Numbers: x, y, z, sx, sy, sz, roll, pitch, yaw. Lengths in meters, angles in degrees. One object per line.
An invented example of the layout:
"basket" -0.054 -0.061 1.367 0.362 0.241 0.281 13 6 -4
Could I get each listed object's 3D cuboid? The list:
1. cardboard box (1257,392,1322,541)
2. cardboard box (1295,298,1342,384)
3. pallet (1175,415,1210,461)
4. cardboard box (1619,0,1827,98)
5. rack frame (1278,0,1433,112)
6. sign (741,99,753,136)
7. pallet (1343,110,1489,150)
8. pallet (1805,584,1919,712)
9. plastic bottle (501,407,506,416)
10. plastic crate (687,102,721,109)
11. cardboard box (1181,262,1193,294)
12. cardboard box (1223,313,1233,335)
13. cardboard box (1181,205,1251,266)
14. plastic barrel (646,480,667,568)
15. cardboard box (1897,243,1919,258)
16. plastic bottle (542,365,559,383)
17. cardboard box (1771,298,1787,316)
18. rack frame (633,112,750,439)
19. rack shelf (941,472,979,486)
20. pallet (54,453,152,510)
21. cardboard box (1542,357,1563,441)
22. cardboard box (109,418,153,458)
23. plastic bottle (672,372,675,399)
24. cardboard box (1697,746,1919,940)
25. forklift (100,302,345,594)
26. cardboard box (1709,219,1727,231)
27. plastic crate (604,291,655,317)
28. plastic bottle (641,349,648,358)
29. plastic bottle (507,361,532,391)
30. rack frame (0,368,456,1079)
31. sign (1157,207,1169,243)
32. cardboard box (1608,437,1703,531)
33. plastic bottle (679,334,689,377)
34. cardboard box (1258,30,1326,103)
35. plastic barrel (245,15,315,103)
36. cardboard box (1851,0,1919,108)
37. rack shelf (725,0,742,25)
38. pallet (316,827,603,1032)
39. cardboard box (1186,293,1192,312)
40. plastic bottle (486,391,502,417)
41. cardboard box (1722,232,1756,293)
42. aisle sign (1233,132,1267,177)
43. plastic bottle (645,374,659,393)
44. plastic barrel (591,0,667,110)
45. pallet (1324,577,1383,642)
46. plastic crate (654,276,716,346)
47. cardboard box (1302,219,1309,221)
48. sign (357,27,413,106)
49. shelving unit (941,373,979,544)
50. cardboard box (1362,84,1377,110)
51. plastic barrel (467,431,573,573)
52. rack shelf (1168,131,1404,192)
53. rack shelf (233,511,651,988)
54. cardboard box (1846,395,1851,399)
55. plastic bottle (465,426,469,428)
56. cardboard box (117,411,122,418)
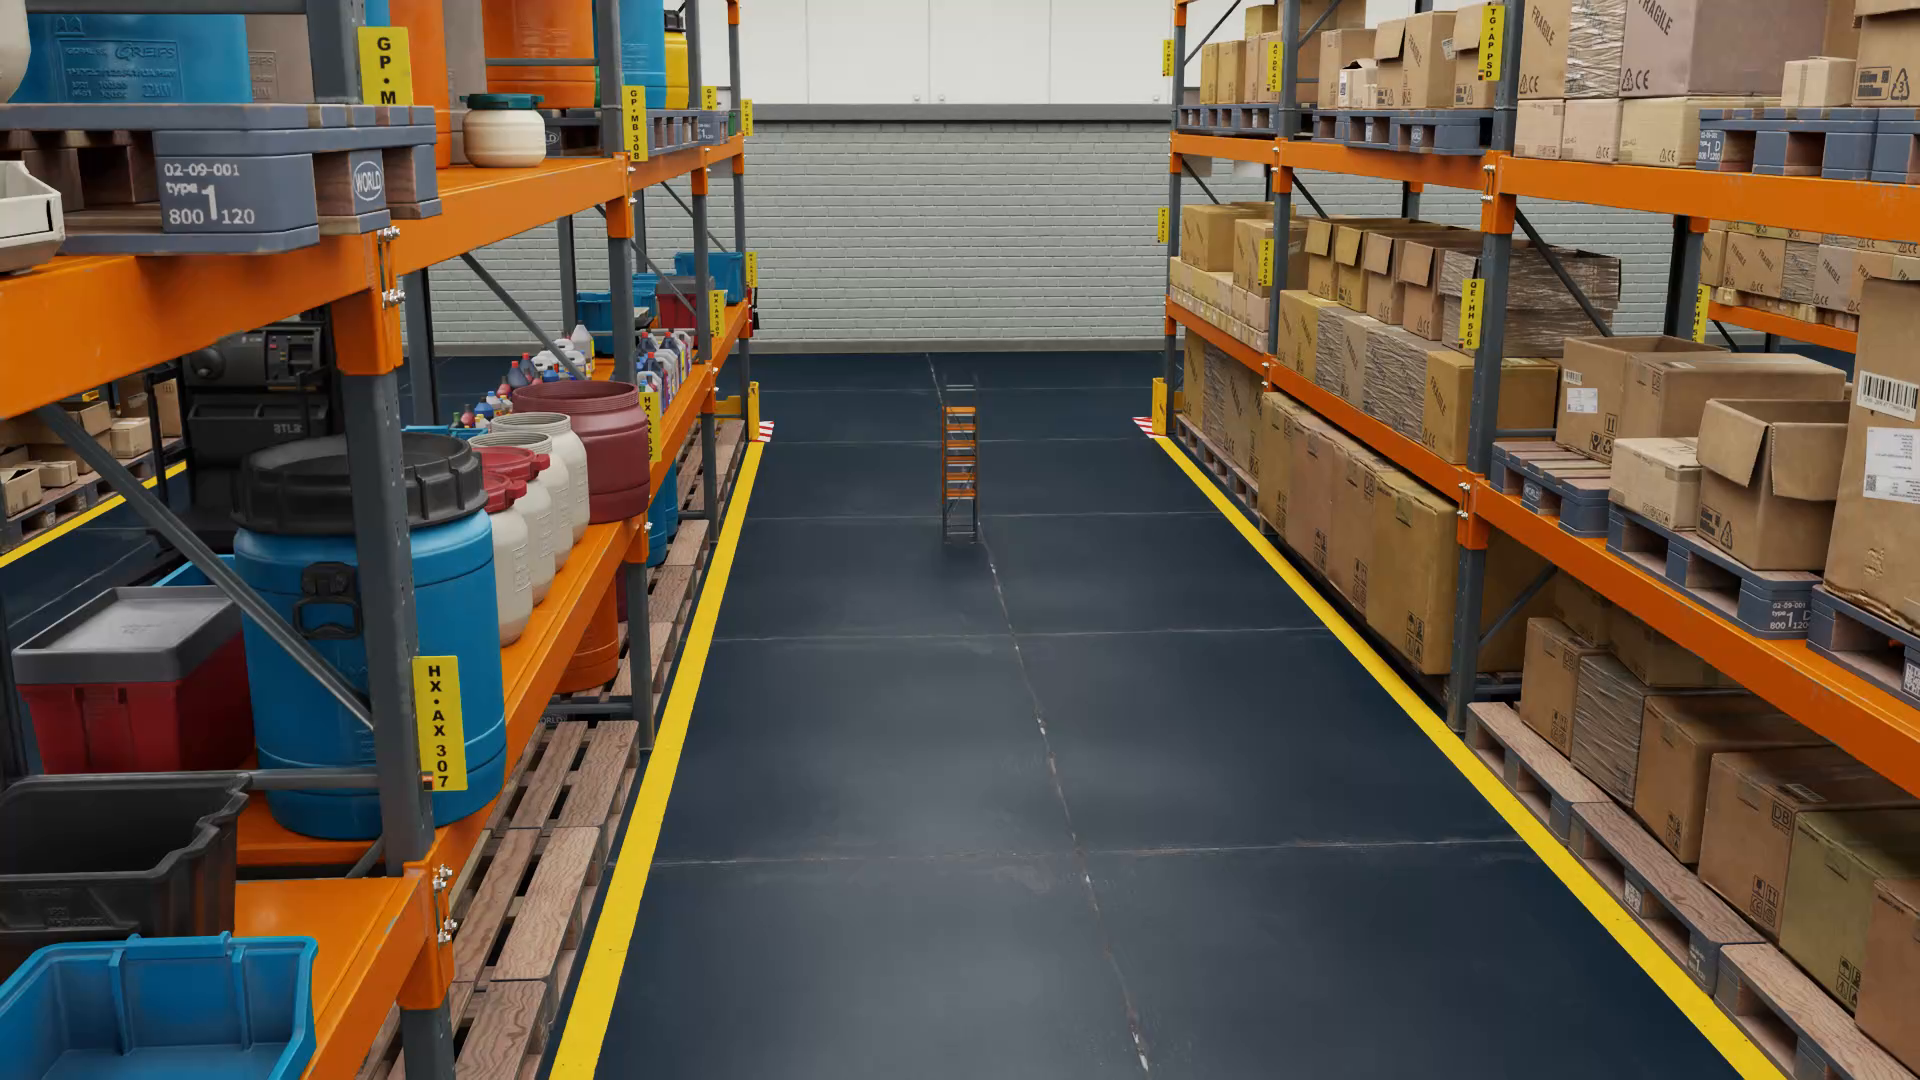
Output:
"cardboard box" 2.766 -0.520 11.448 1.225 0.875 0.875 -1 14 -3
"cardboard box" 2.517 -1.309 10.895 0.500 0.500 0.500 -1 14 -3
"pallet" 2.586 -0.951 15.299 1.003 0.211 1.213 -1 14 -3
"cardboard box" 2.793 -1.881 6.092 0.500 0.500 0.500 -1 14 -5
"rack frame" 2.706 -4.410 11.106 1.000 3.000 0.127 -1 14 -3
"sign" -1.937 -3.837 15.110 0.100 0.325 0.005 -1 14 -3
"pallet" 2.789 -2.308 9.336 1.003 0.211 1.213 0 14 -1
"pallet" 3.300 0.386 4.892 1.003 0.211 1.213 -1 14 -3
"plastic bottle" -2.474 -0.638 8.886 0.097 0.201 0.097 0 14 0
"plastic crate" -2.040 -3.130 12.416 0.497 0.269 0.590 -1 14 -3
"cardboard box" 2.258 -2.318 14.719 0.500 0.250 0.500 -1 14 -4
"cardboard box" 2.296 -1.709 13.154 0.380 0.149 0.250 -1 14 -2
"cardboard box" 2.250 -2.686 14.644 0.500 0.500 0.500 -1 14 -5
"plastic barrel" -2.177 -0.303 10.554 0.600 0.901 0.708 -1 14 -3
"cardboard box" 7.364 -2.345 12.317 0.500 0.500 0.500 -1 14 -5
"plastic bottle" -2.381 -0.881 9.689 0.097 0.271 0.097 0 14 0
"cardboard box" 7.261 -2.021 14.365 0.380 0.149 0.250 -1 14 -5
"rack frame" -2.485 -2.423 15.422 1.000 3.000 0.127 -1 14 -3
"rack shelf" 0.001 -0.418 11.904 0.258 0.103 0.180 -1 14 -3
"pallet" -7.301 -0.477 13.456 1.003 0.211 1.213 -1 14 -3
"cardboard box" 3.196 -0.683 8.460 0.500 0.500 0.500 0 14 -2
"cardboard box" -7.121 -0.860 13.986 0.500 0.250 0.500 -1 14 -3
"plastic bottle" -1.793 -0.960 10.138 0.097 0.201 0.097 0 14 0
"cardboard box" 3.140 1.072 5.975 0.700 0.500 0.500 -2 15 -8
"forklift" -4.786 -1.261 11.045 1.130 2.935 3.031 0 14 0
"cardboard box" 7.178 -3.111 15.295 0.500 0.500 0.500 -1 14 -4
"plastic crate" -2.698 -1.902 13.615 0.416 0.233 0.300 -1 14 -3
"plastic bottle" -1.960 -1.050 10.344 0.097 0.271 0.097 0 14 0
"plastic bottle" -2.479 -0.828 9.322 0.144 0.351 0.185 -1 14 -3
"rack frame" -1.741 0.562 3.823 1.000 3.000 0.127 -1 14 -3
"sign" 1.904 -2.950 15.574 0.100 0.325 0.005 -1 14 -3
"cardboard box" 2.828 -0.220 6.319 0.500 0.250 0.500 -1 14 -5
"plastic bottle" -1.830 -1.221 10.988 0.061 0.283 0.133 -1 14 -3
"cardboard box" 2.598 -3.451 12.155 0.700 0.500 0.500 -2 15 -7
"plastic barrel" -2.030 -1.419 4.498 0.600 0.901 0.600 0 14 0
"cardboard box" 3.212 -1.573 5.052 0.797 0.503 0.637 0 14 -1
"rack shelf" -2.361 -4.288 12.881 1.077 0.370 4.000 -1 14 -3
"pallet" -1.907 1.413 6.109 1.003 0.211 1.213 -1 14 -3
"cardboard box" 2.202 -2.092 14.640 0.380 0.149 0.250 -1 14 -4
"plastic bottle" -2.467 -0.648 8.783 0.097 0.271 0.097 0 14 0
"cardboard box" 7.226 -2.494 14.904 0.500 0.500 0.500 -1 14 -3
"aisle sign" 2.753 -3.781 15.483 0.394 0.787 0.004 -1 14 -3
"plastic bottle" -1.745 -0.800 9.373 0.097 0.271 0.097 0 14 0
"plastic barrel" -1.979 -2.905 9.427 0.600 0.901 0.708 -1 14 -3
"pallet" 2.908 0.341 10.277 1.003 0.211 1.213 -1 14 -3
"plastic crate" -2.042 -1.714 12.419 0.402 0.464 0.583 -1 14 -3
"cardboard box" 2.909 -2.185 12.696 0.500 0.500 0.500 -1 14 -3
"sign" -1.192 -0.901 3.471 0.100 0.325 0.005 -1 14 -3
"shelving unit" 0.001 -0.577 11.863 0.258 1.200 0.189 -1 14 -3
"cardboard box" 2.649 -2.666 10.010 0.380 0.149 0.250 -1 15 -6
"plastic barrel" -1.686 -0.130 6.287 0.421 0.512 0.421 0 14 0
"rack shelf" 2.582 -3.106 13.502 1.077 0.370 4.000 -1 14 -3
"rack shelf" -1.865 0.413 5.846 1.077 0.370 4.000 -1 14 -3
"cardboard box" 7.777 -1.144 14.139 0.380 0.149 0.250 -1 14 -3
"plastic bottle" -2.429 -0.460 8.192 0.097 0.201 0.097 0 14 0
"cardboard box" -7.746 -1.070 15.004 0.380 0.149 0.250 -1 14 -3
